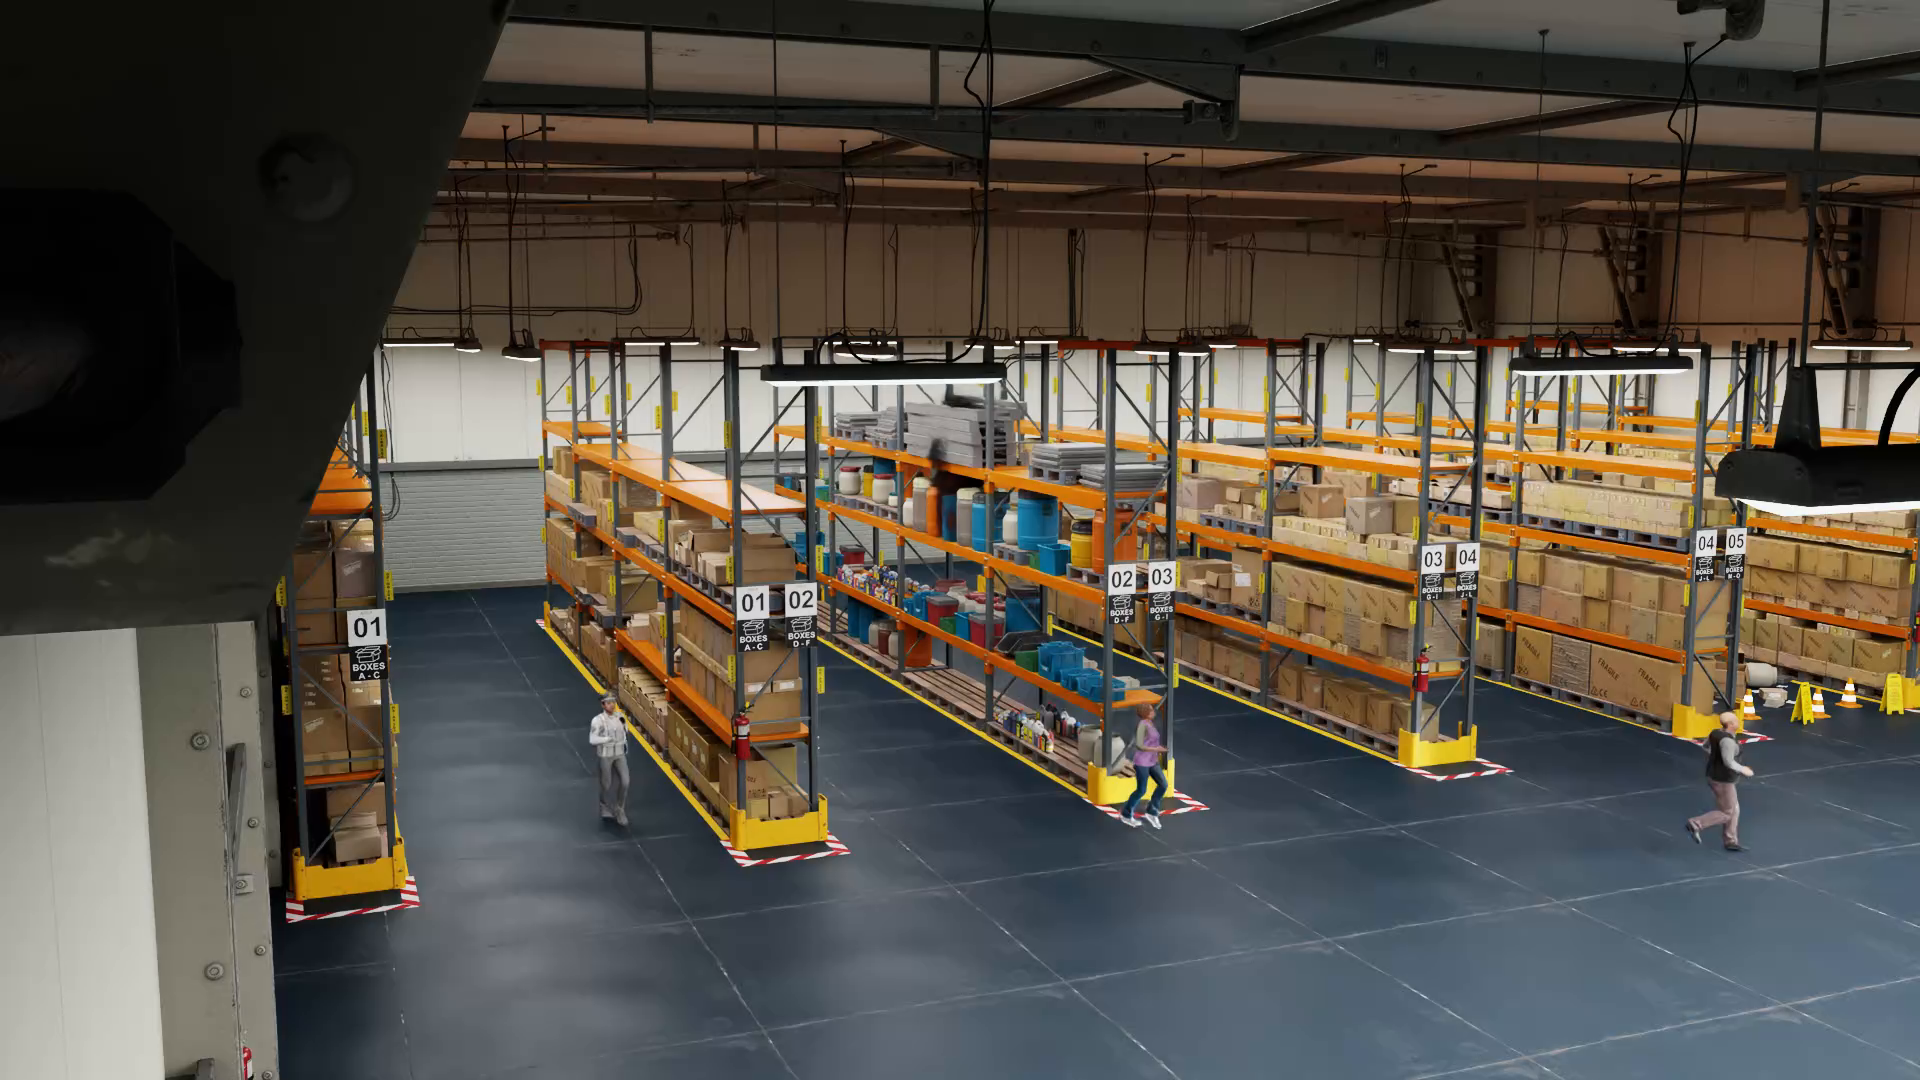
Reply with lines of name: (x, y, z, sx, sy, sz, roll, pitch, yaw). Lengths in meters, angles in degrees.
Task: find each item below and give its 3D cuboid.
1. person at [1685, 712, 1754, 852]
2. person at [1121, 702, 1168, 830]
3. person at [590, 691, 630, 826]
person: (9.127, 2.907, 20.018, 0.821, 1.720, 0.669, 1, 7, 5)
person: (2.346, 2.833, 20.889, 0.592, 1.615, 0.543, 4, 8, 26)
person: (-4.405, 2.763, 21.081, 0.592, 1.734, 0.684, -5, 9, -31)
